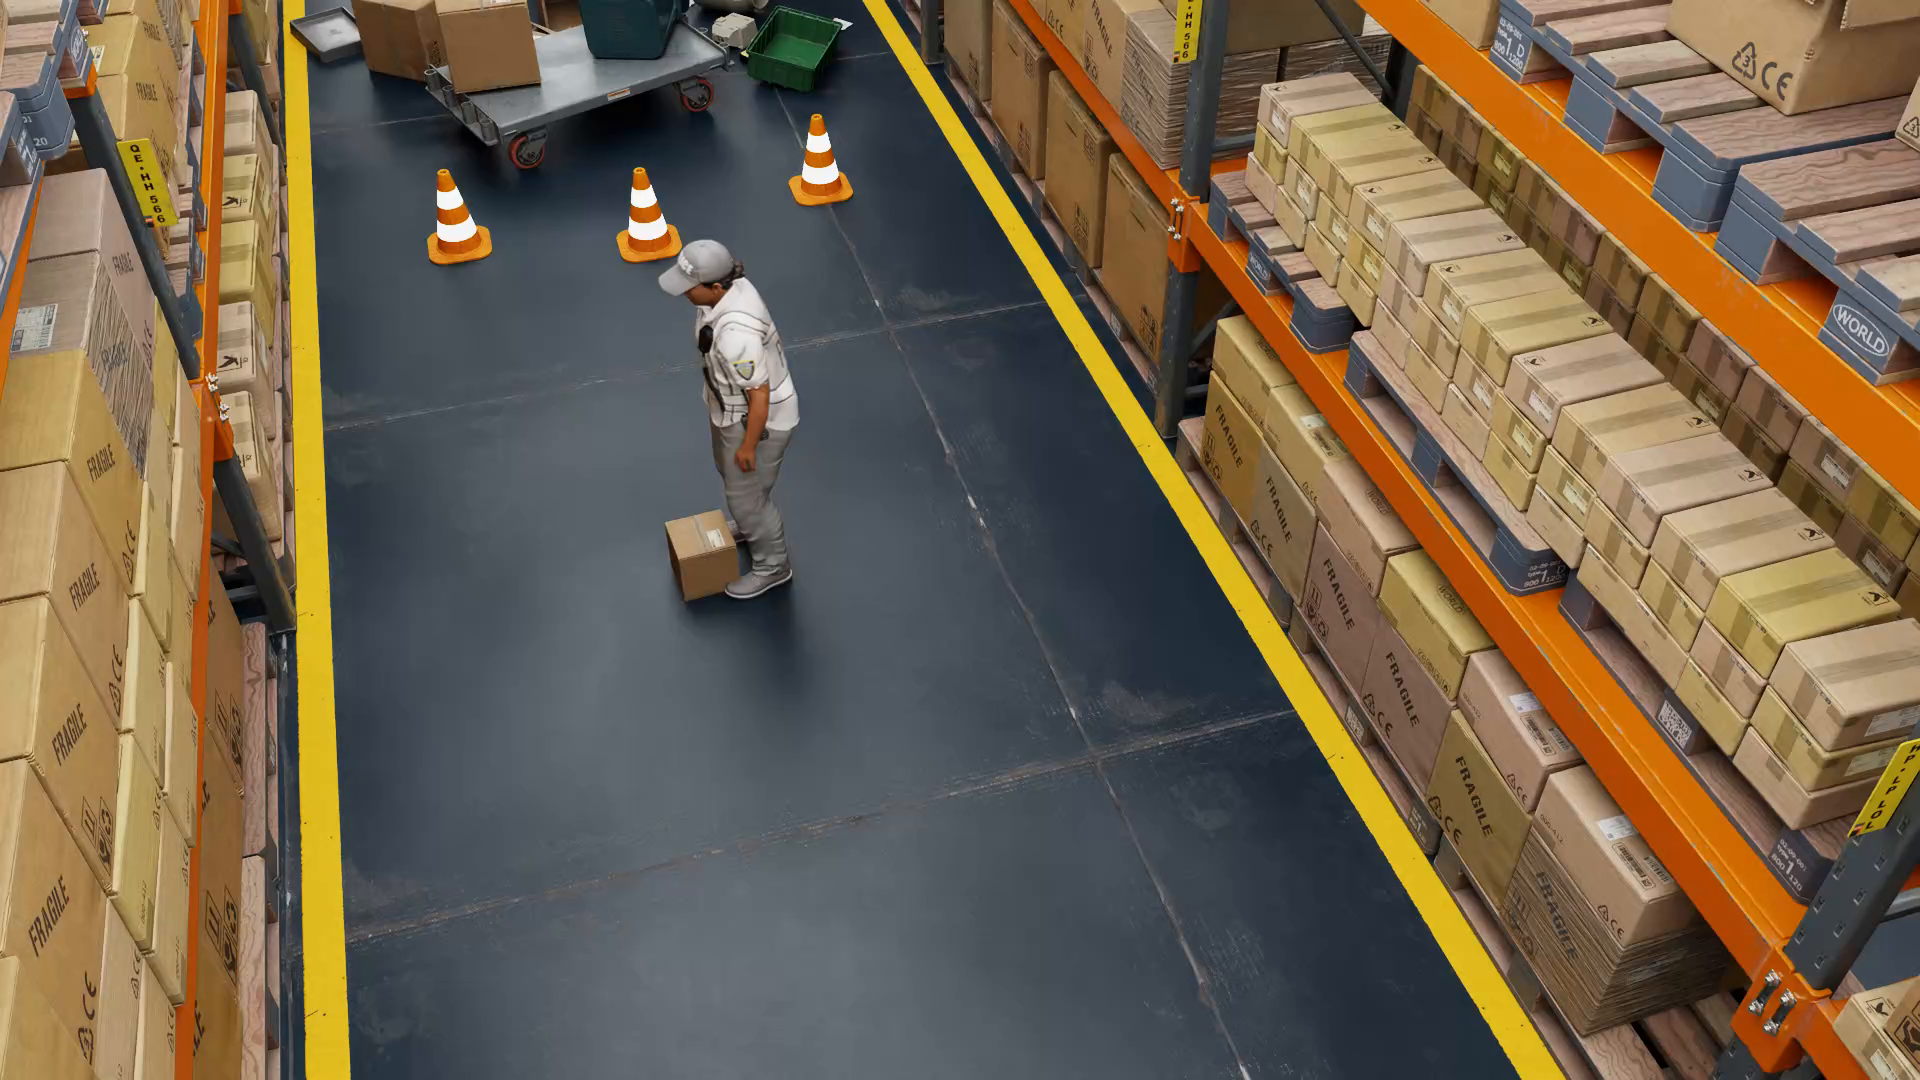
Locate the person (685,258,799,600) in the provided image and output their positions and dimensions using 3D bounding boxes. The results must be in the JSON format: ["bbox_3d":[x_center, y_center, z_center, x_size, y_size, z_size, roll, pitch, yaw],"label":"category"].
[{"bbox_3d":[0.720,-16.703,21.179,16.698,6.001,40.667,-12,44,-13],"label":"person"}]
